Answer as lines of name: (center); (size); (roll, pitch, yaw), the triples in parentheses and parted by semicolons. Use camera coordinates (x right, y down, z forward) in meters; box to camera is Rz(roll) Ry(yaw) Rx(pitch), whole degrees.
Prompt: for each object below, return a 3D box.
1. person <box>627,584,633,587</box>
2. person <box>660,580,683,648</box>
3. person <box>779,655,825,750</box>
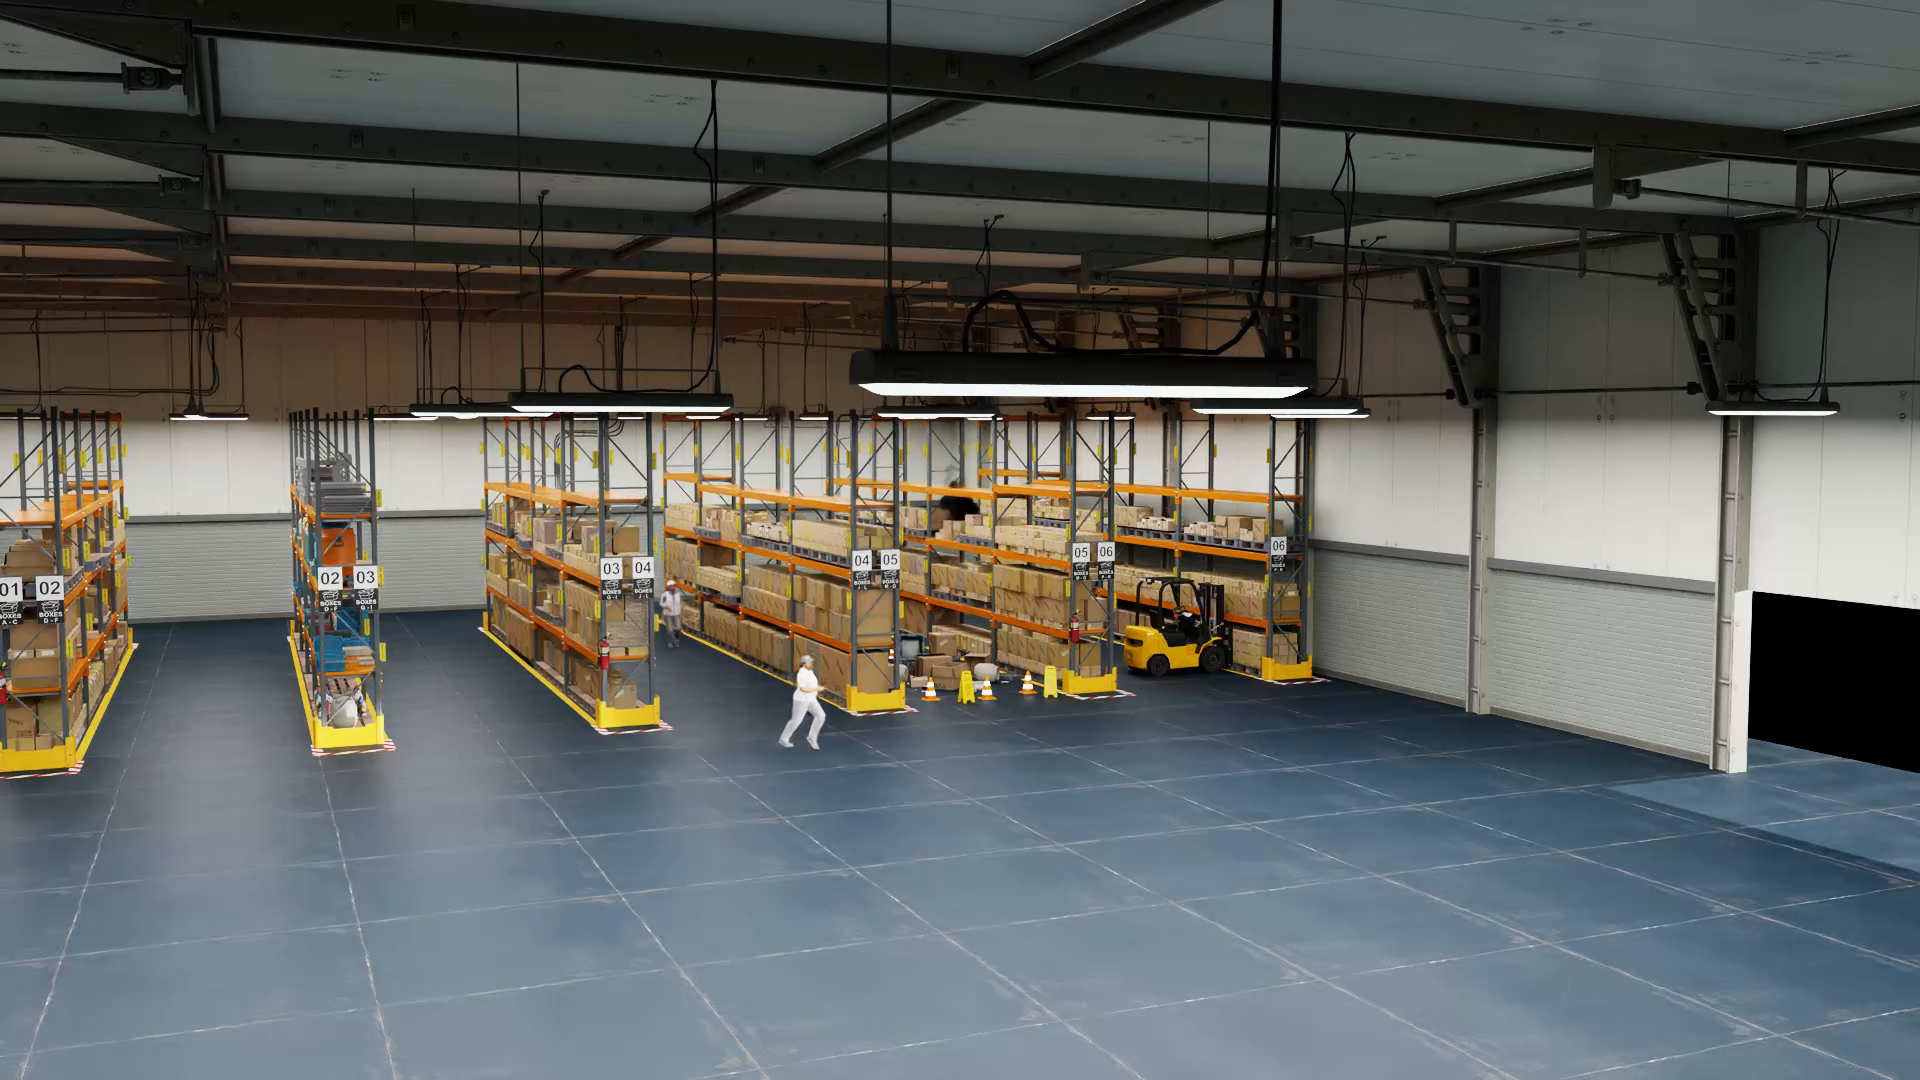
person: (-9.624, 1.581, 47.410); (0.757, 1.687, 0.574); (0, 4, 2)
person: (-7.296, 1.890, 42.195); (0.640, 1.748, 0.665); (-2, 4, -22)
person: (-2.735, 2.860, 29.195); (0.860, 1.681, 0.610); (2, 4, 21)
